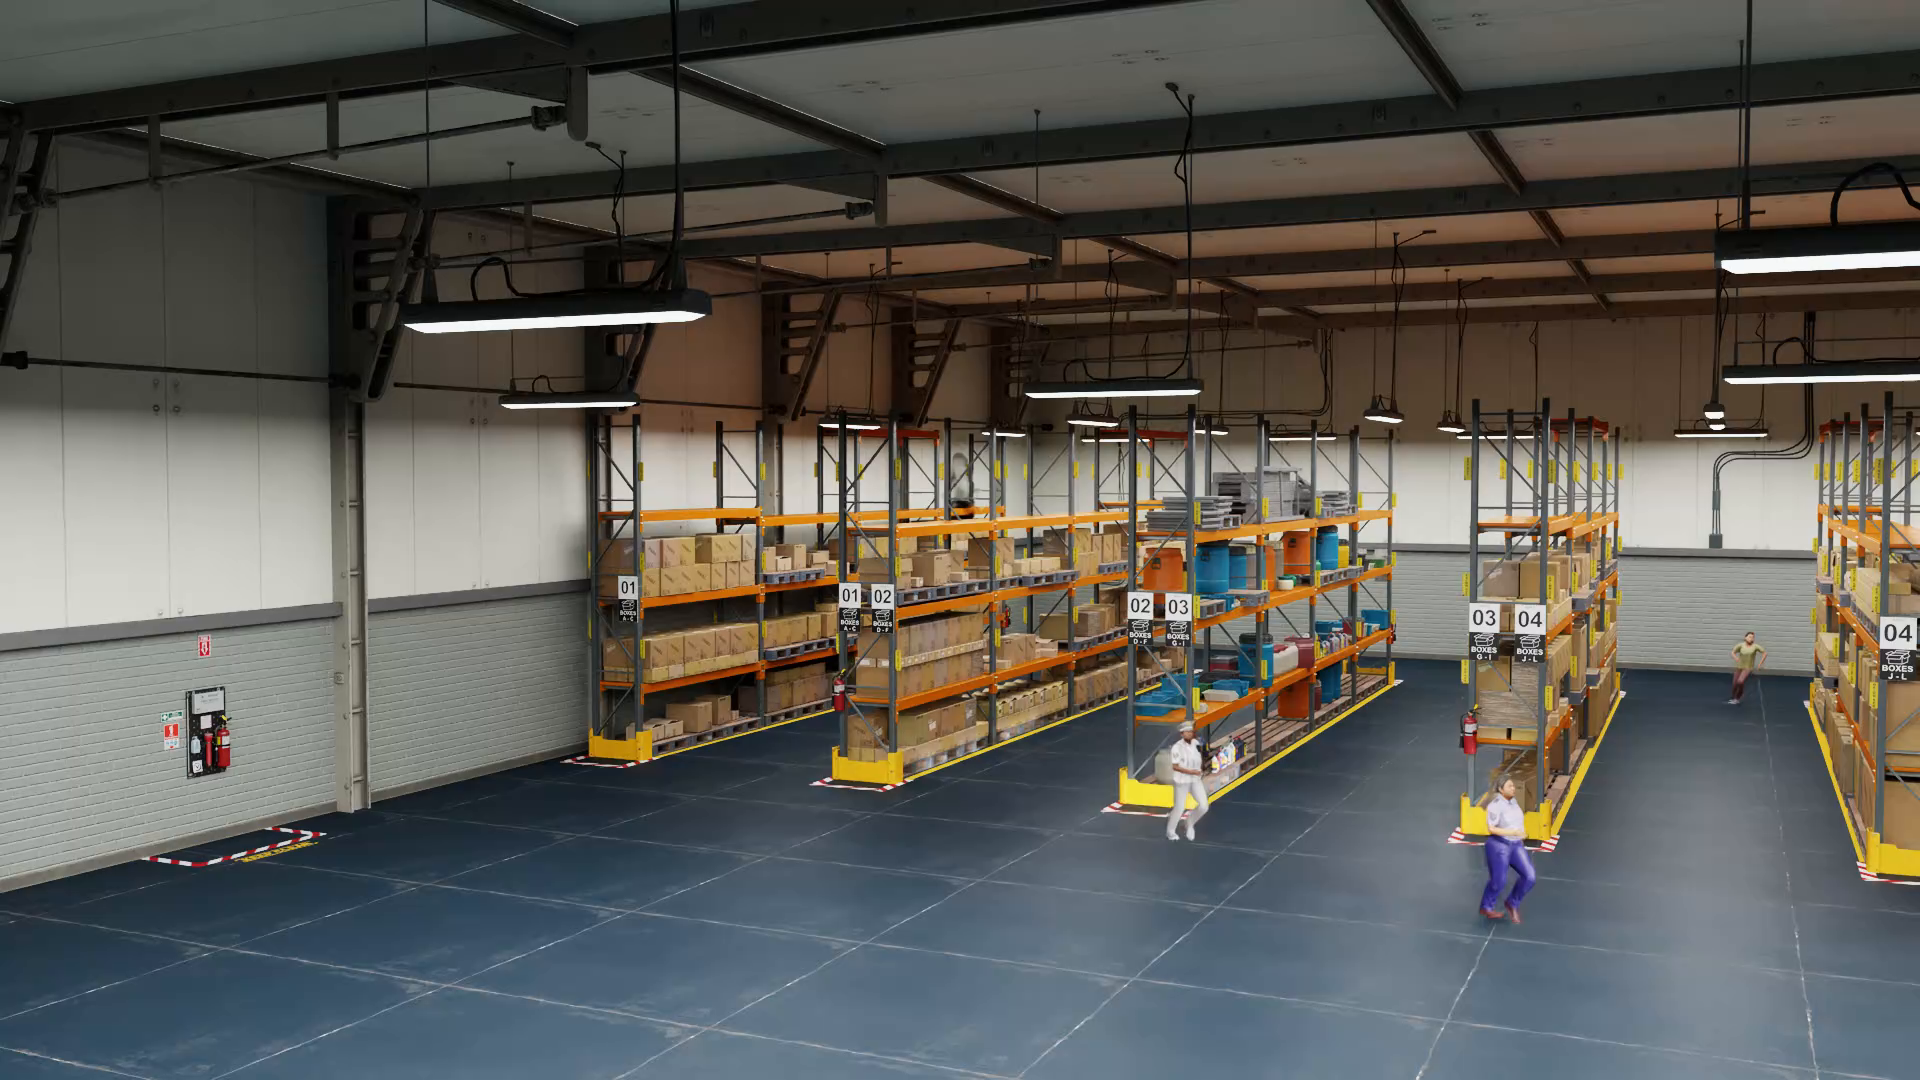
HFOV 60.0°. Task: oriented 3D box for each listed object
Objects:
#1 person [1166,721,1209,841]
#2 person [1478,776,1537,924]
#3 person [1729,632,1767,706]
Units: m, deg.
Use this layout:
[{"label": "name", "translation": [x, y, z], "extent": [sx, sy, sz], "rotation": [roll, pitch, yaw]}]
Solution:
[{"label": "person", "translation": [3.079, 3.234, 22.314], "extent": [0.589, 1.650, 0.802], "rotation": [-1, 3, -22]}, {"label": "person", "translation": [6.047, 3.437, 18.374], "extent": [0.580, 1.662, 0.685], "rotation": [-1, 3, -31]}, {"label": "person", "translation": [16.787, 2.748, 35.529], "extent": [0.713, 1.604, 0.692], "rotation": [2, 3, 44]}]
